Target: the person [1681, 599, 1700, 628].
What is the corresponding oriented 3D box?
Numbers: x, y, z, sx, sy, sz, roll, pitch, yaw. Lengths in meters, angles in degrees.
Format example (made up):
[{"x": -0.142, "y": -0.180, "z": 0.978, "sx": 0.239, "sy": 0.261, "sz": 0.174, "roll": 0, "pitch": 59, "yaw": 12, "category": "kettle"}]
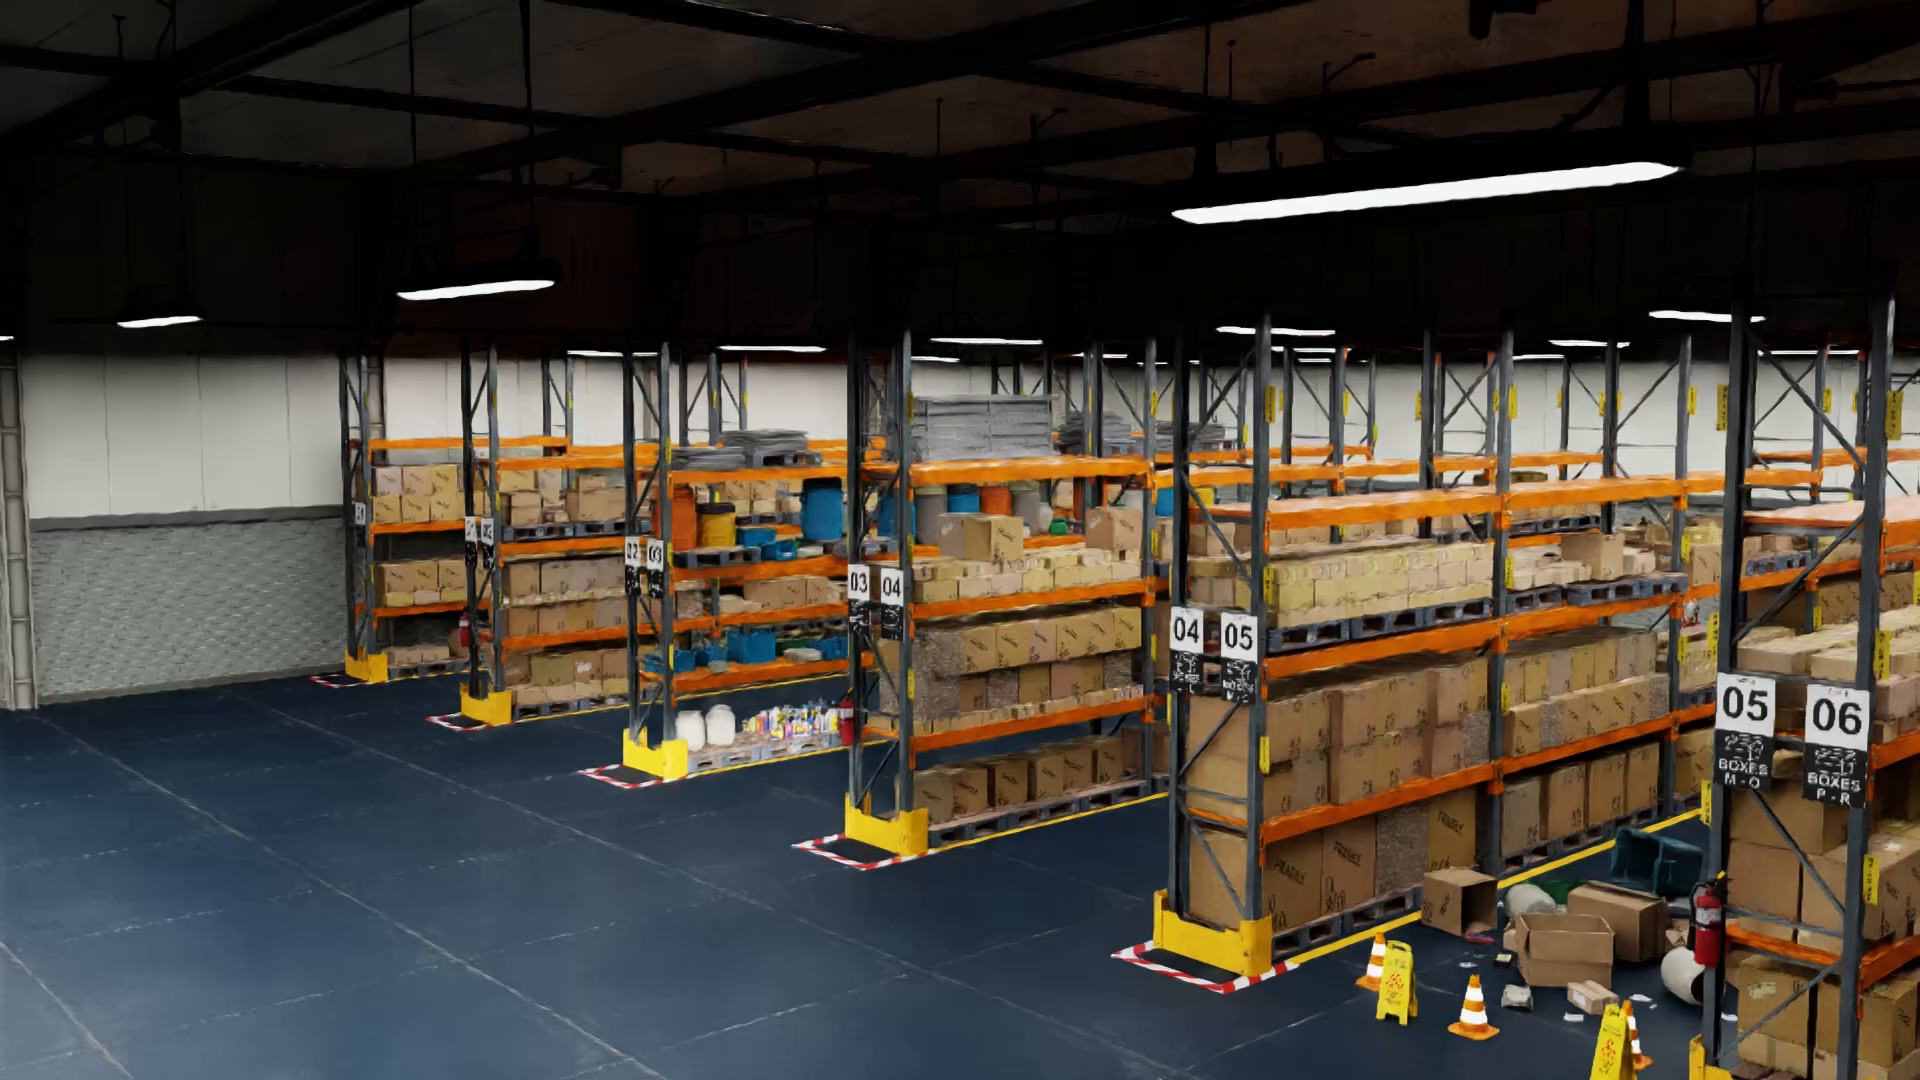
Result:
[{"x": 12.882, "y": 1.664, "z": 29.262, "sx": 0.712, "sy": 1.785, "sz": 0.556, "roll": 2, "pitch": 5, "yaw": 19, "category": "person"}]
